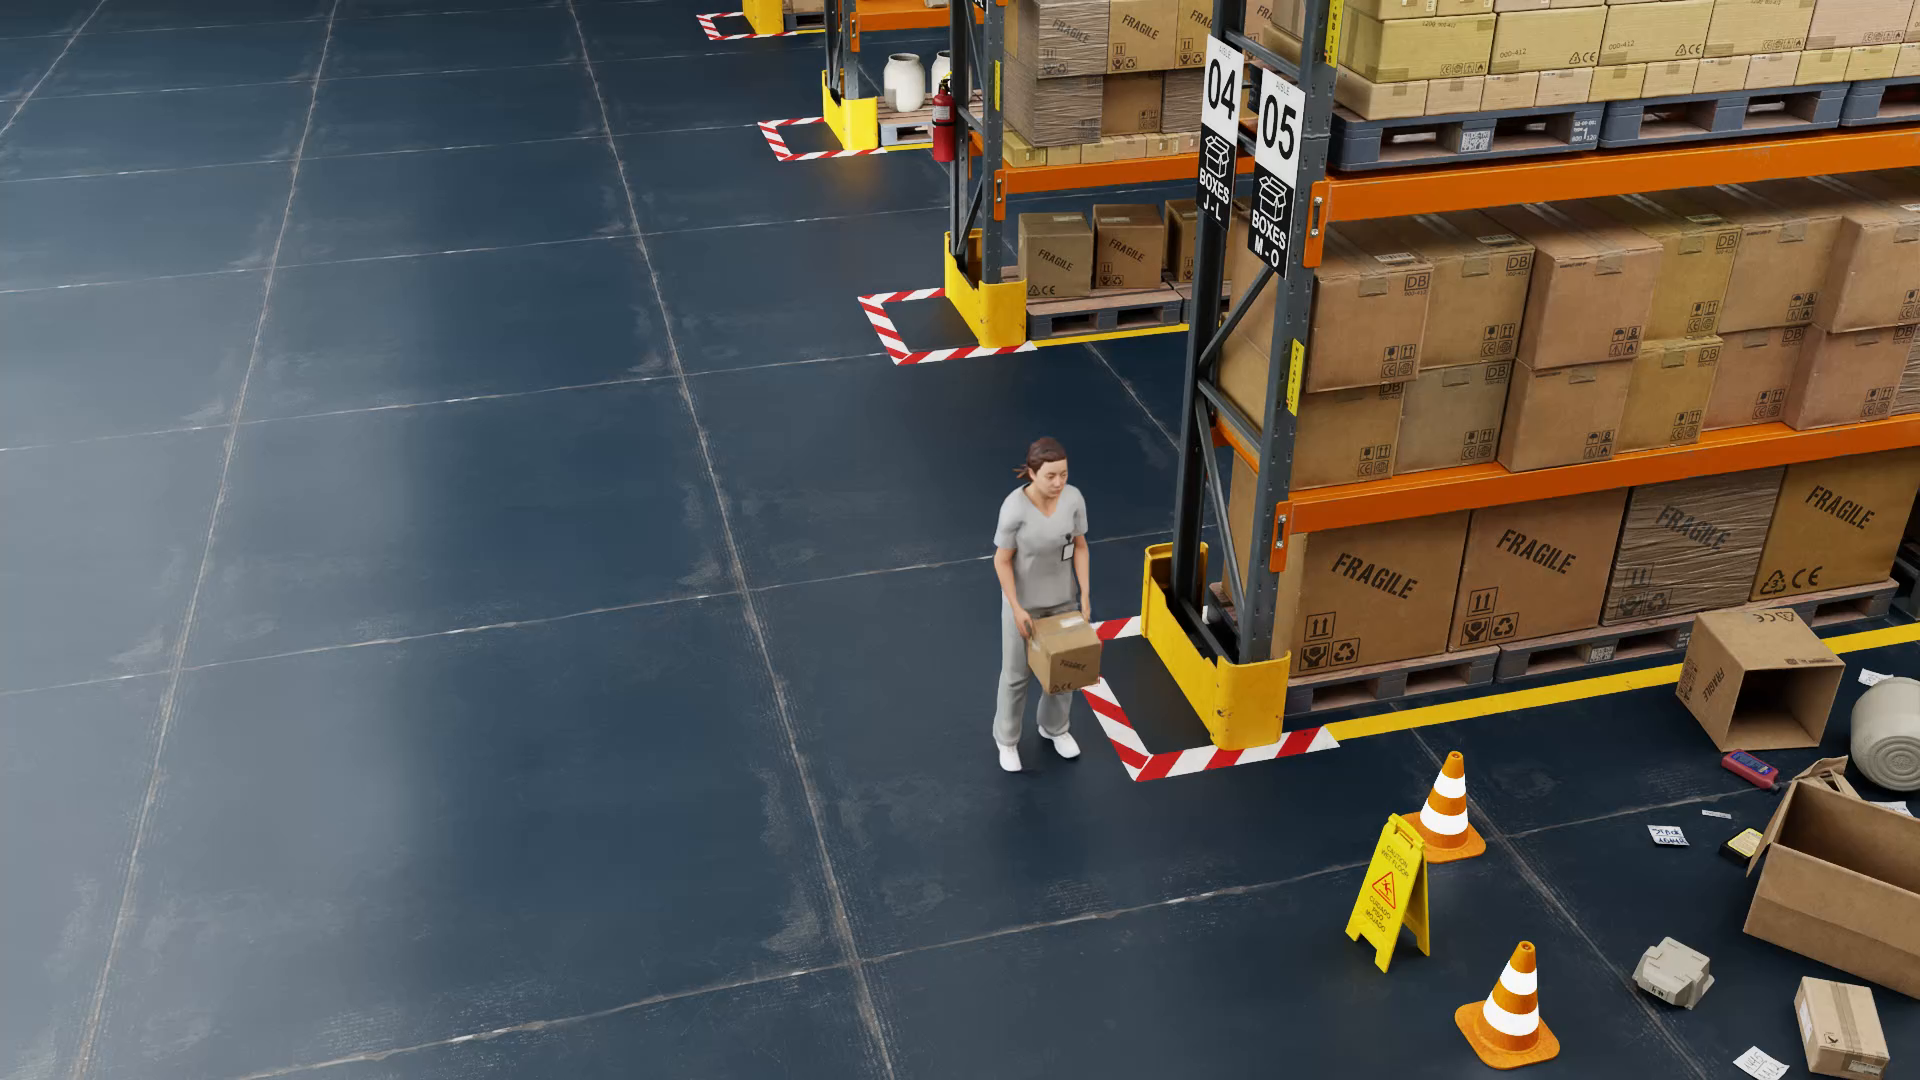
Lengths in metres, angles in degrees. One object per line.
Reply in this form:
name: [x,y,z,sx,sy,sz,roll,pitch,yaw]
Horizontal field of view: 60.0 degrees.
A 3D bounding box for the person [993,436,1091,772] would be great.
person: [0.384,0.288,7.740,0.467,1.676,0.378,-11,32,-18]
